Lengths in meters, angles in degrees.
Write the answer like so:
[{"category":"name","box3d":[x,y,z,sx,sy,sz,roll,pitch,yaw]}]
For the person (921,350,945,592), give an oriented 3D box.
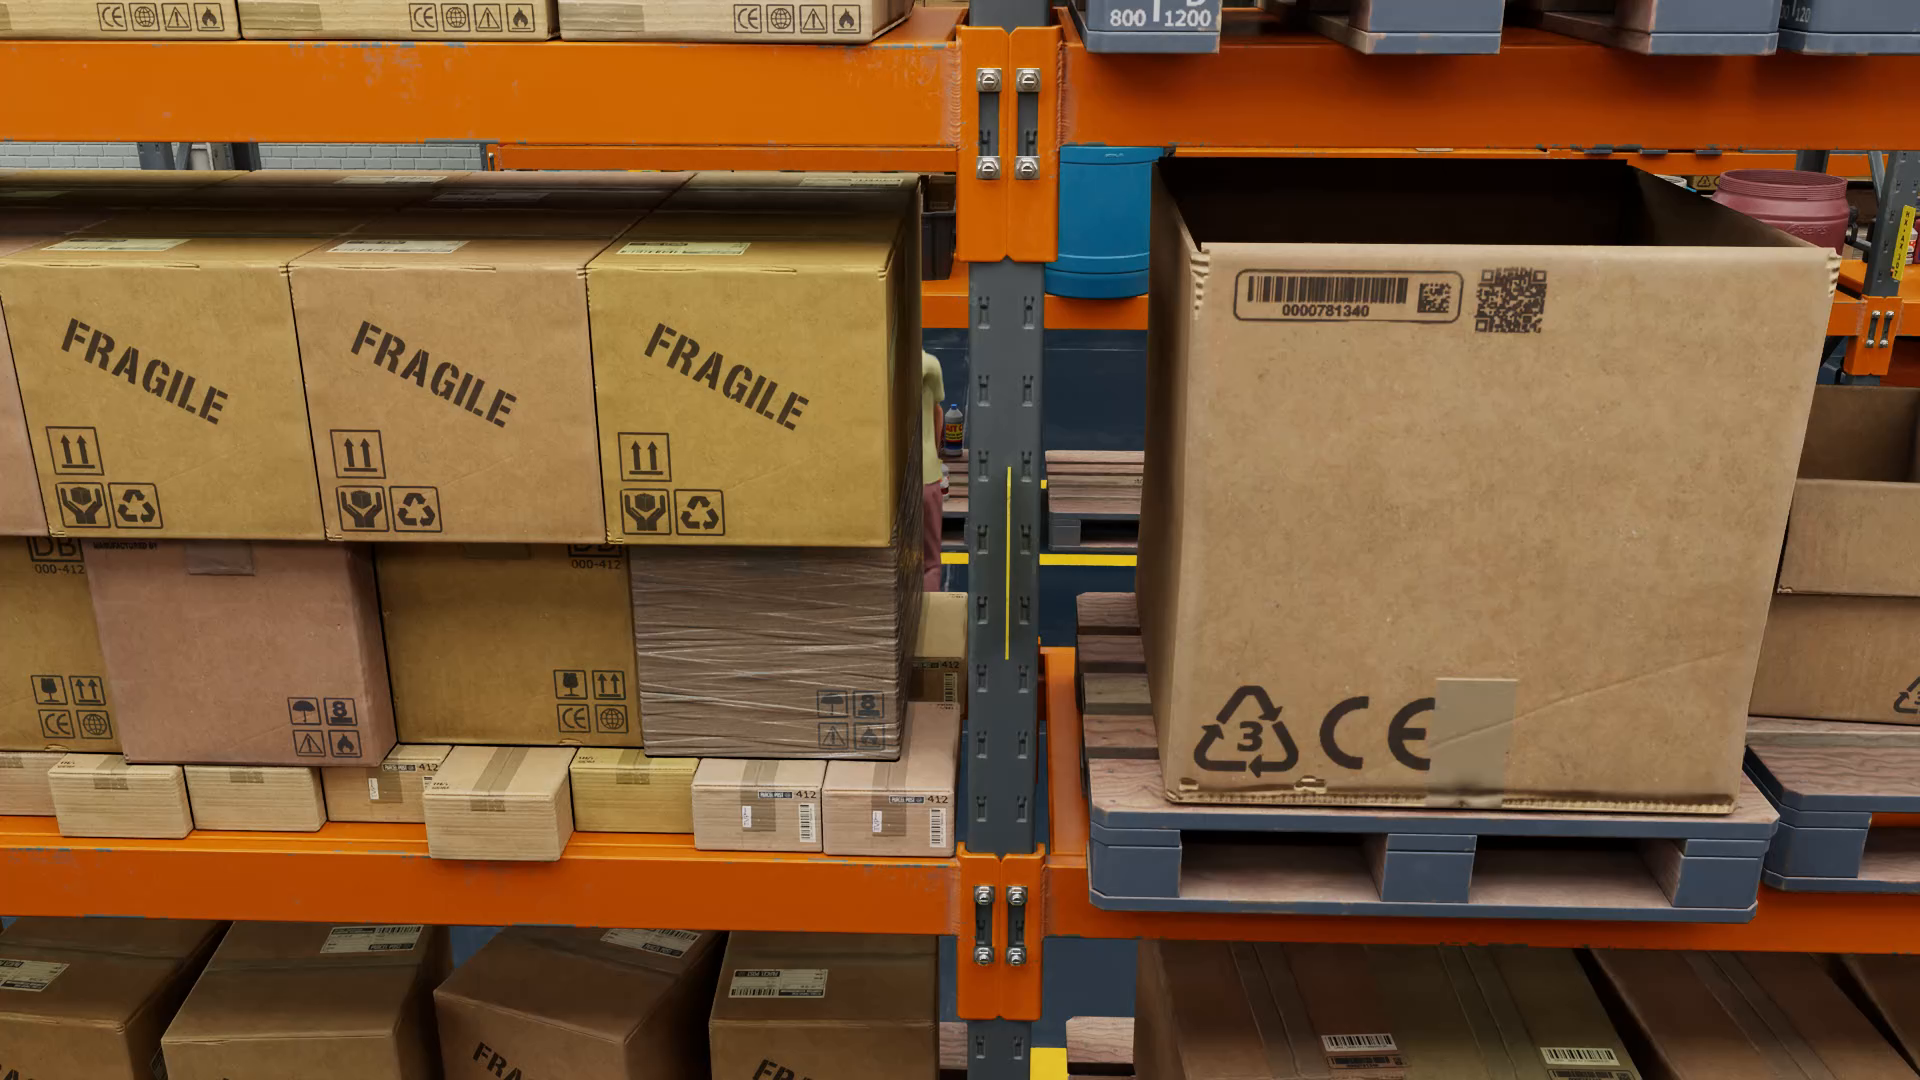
[{"category":"person","box3d":[-0.261,-0.249,6.752,0.406,1.669,0.514,0,21,1]}]
